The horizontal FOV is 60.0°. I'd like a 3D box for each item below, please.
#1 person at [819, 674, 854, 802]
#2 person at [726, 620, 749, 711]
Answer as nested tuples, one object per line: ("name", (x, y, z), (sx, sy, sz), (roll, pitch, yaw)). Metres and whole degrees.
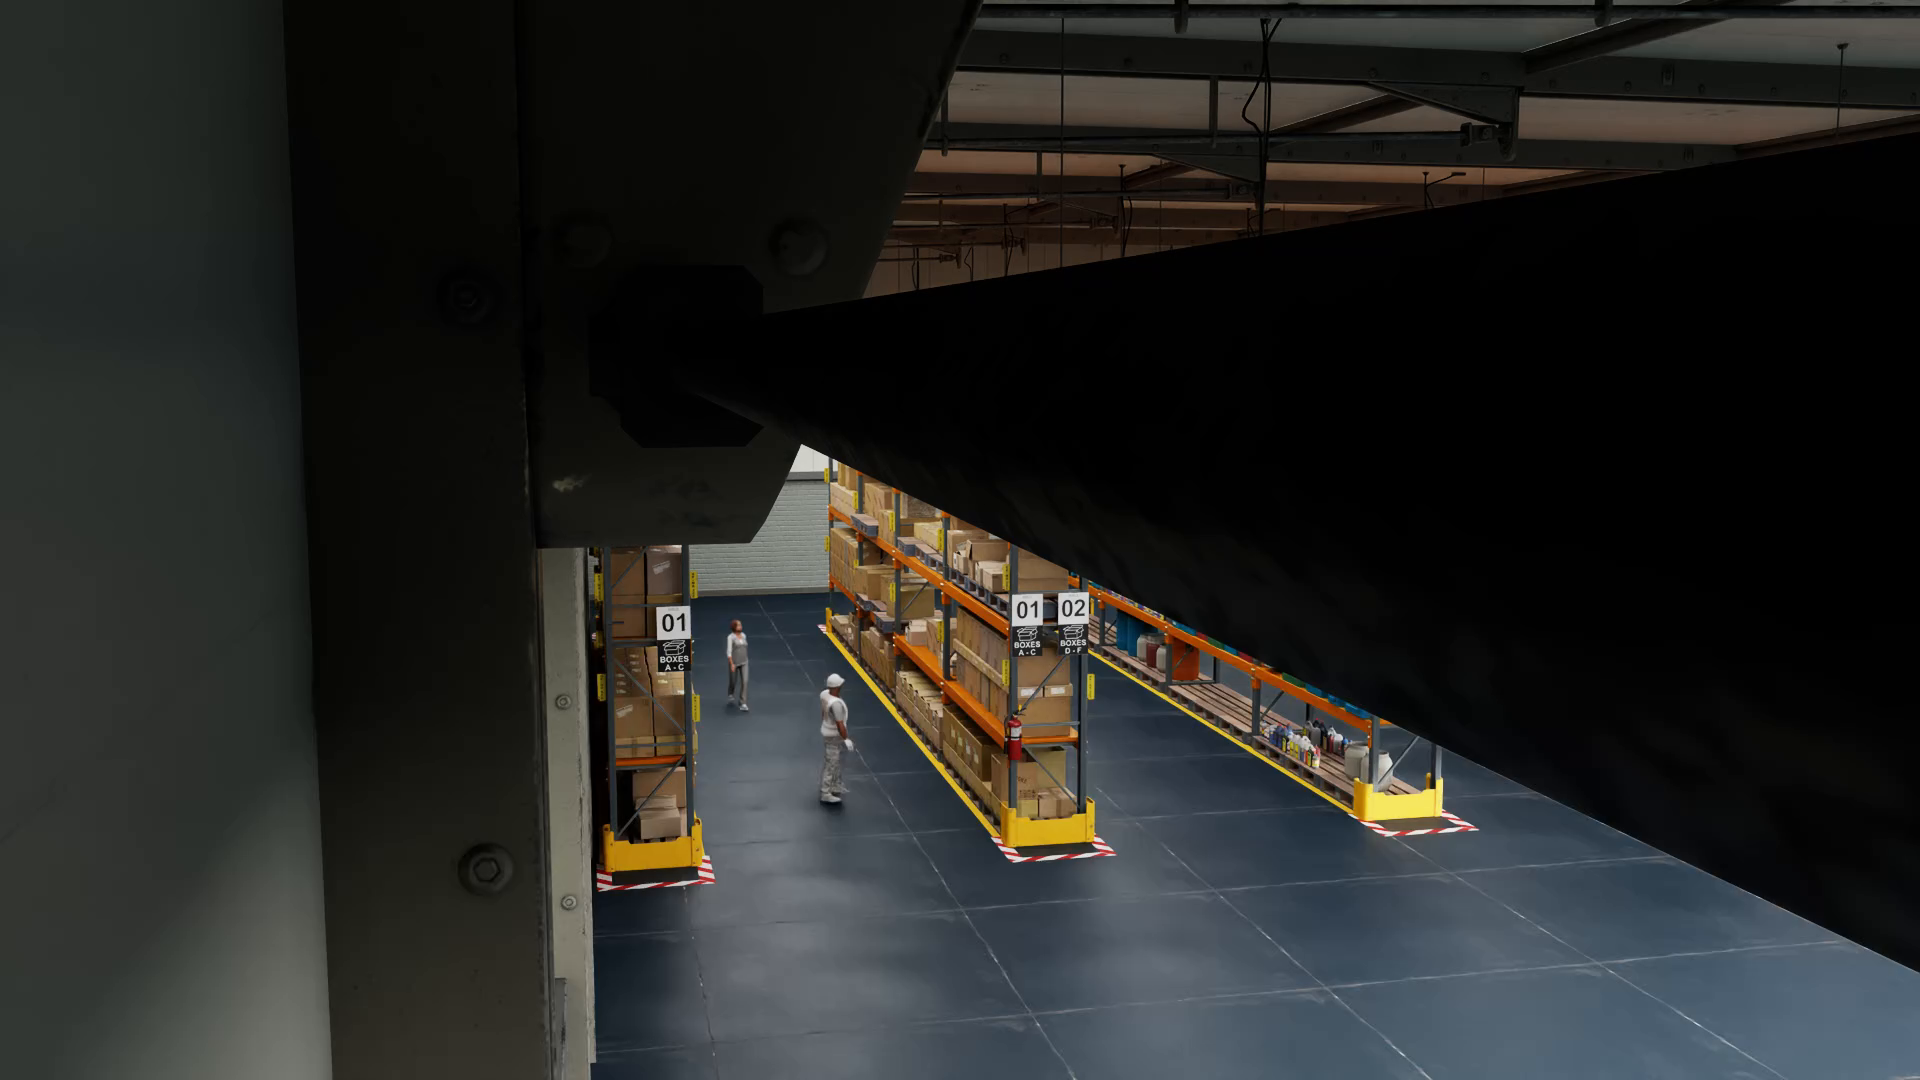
("person", (-1.728, 2.730, 23.087), (0.488, 1.820, 0.686), (-1, 7, -8))
("person", (-3.865, 2.139, 28.822), (0.423, 1.541, 0.837), (-3, 7, -21))
